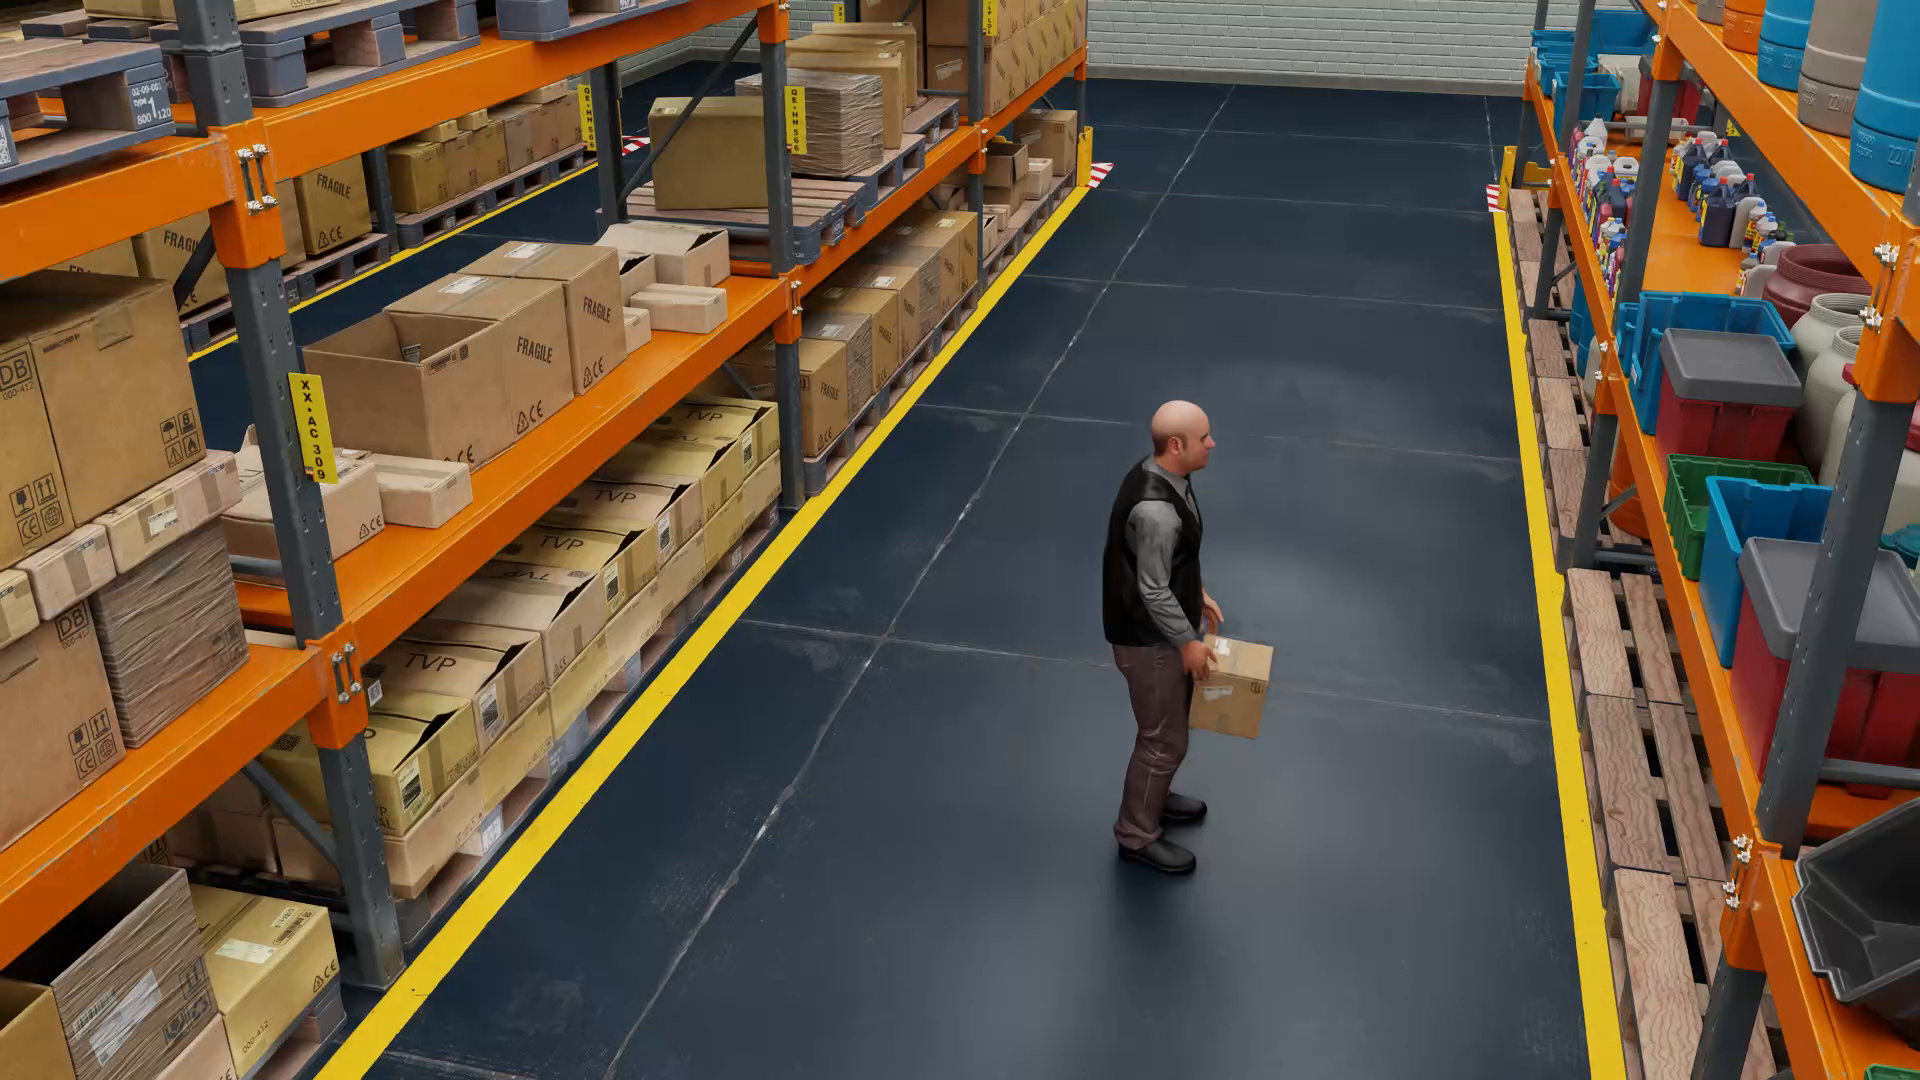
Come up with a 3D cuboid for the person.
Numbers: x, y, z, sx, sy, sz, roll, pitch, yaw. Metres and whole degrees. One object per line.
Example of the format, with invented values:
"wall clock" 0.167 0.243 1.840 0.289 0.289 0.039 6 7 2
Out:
"person" 0.717 0.320 5.949 0.435 1.727 0.553 6 26 12
